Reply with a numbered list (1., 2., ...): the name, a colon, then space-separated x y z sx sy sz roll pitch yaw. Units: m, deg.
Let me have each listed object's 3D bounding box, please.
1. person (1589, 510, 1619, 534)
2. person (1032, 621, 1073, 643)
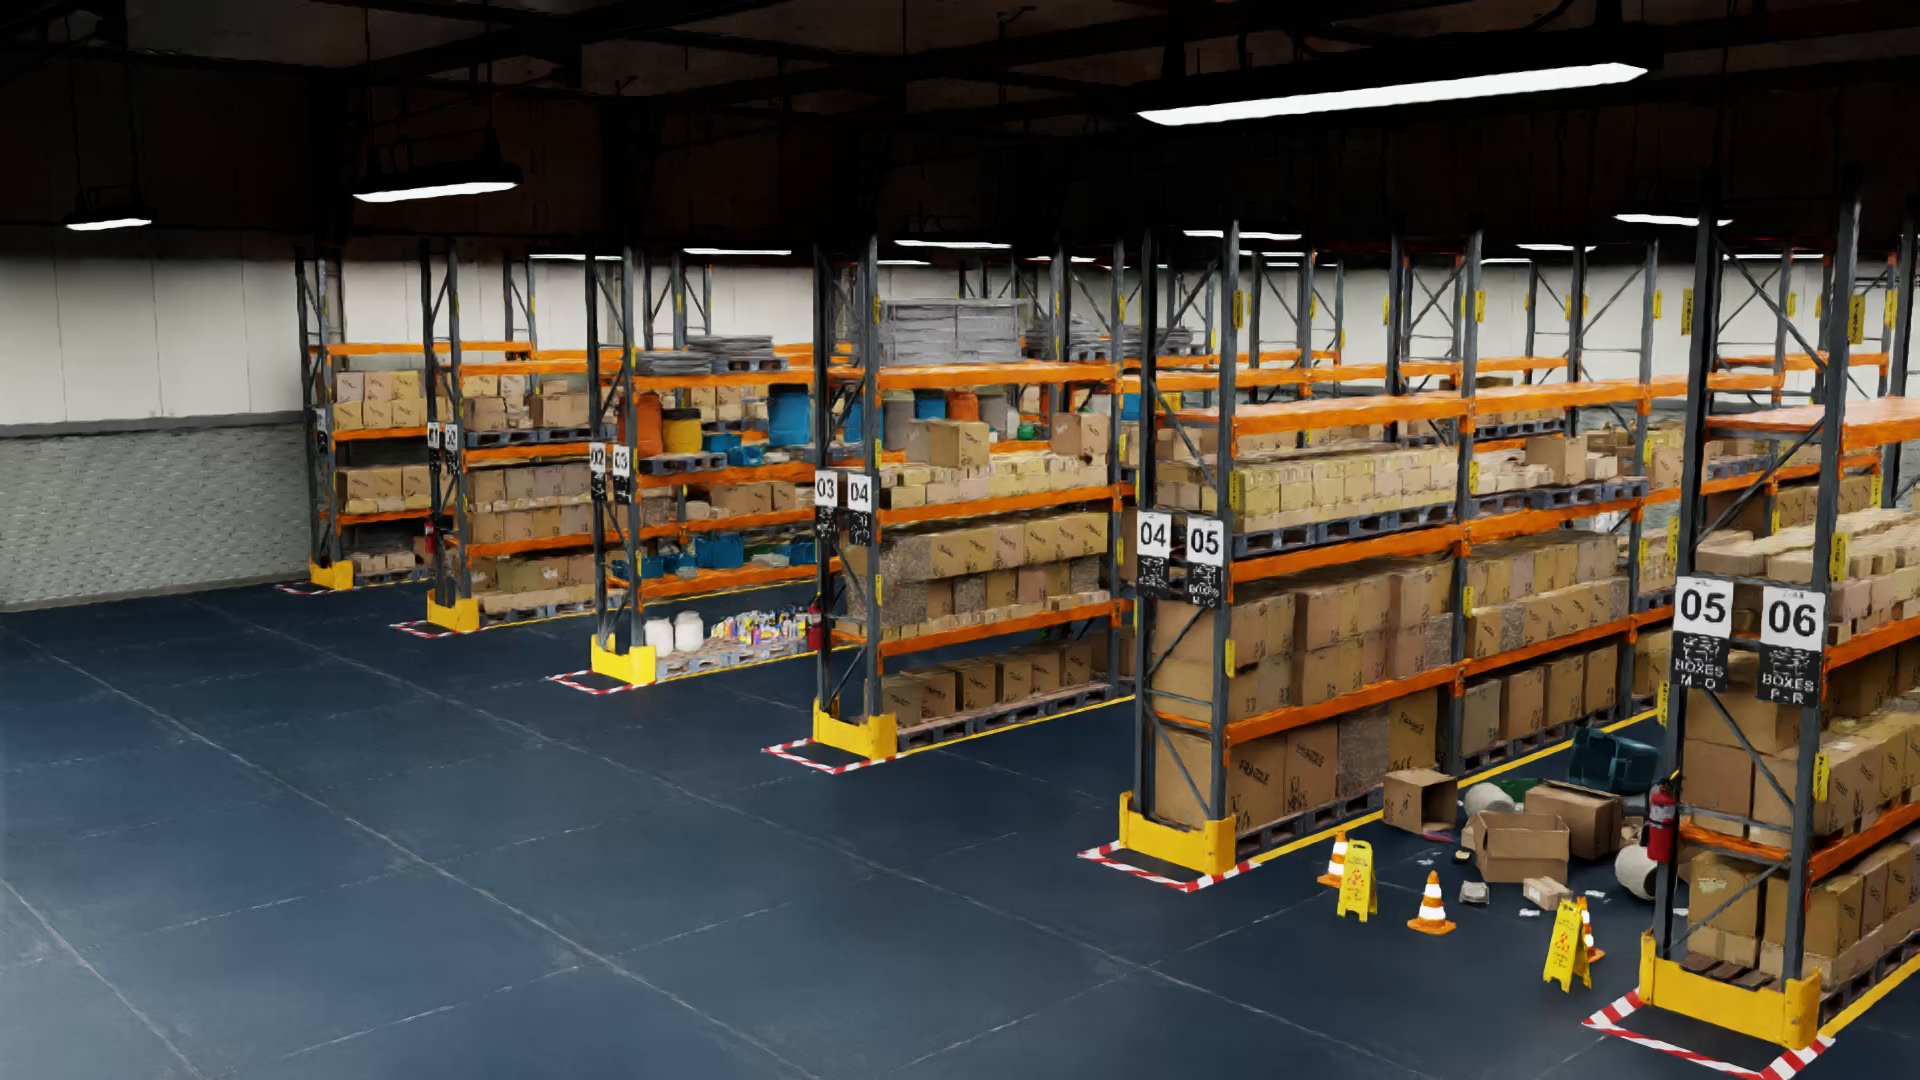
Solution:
1. person: 11.630 -0.096 30.019 0.605 1.765 0.589 -1 8 -4
2. person: 1.355 0.666 24.841 1.114 1.704 0.557 -8 12 -44
